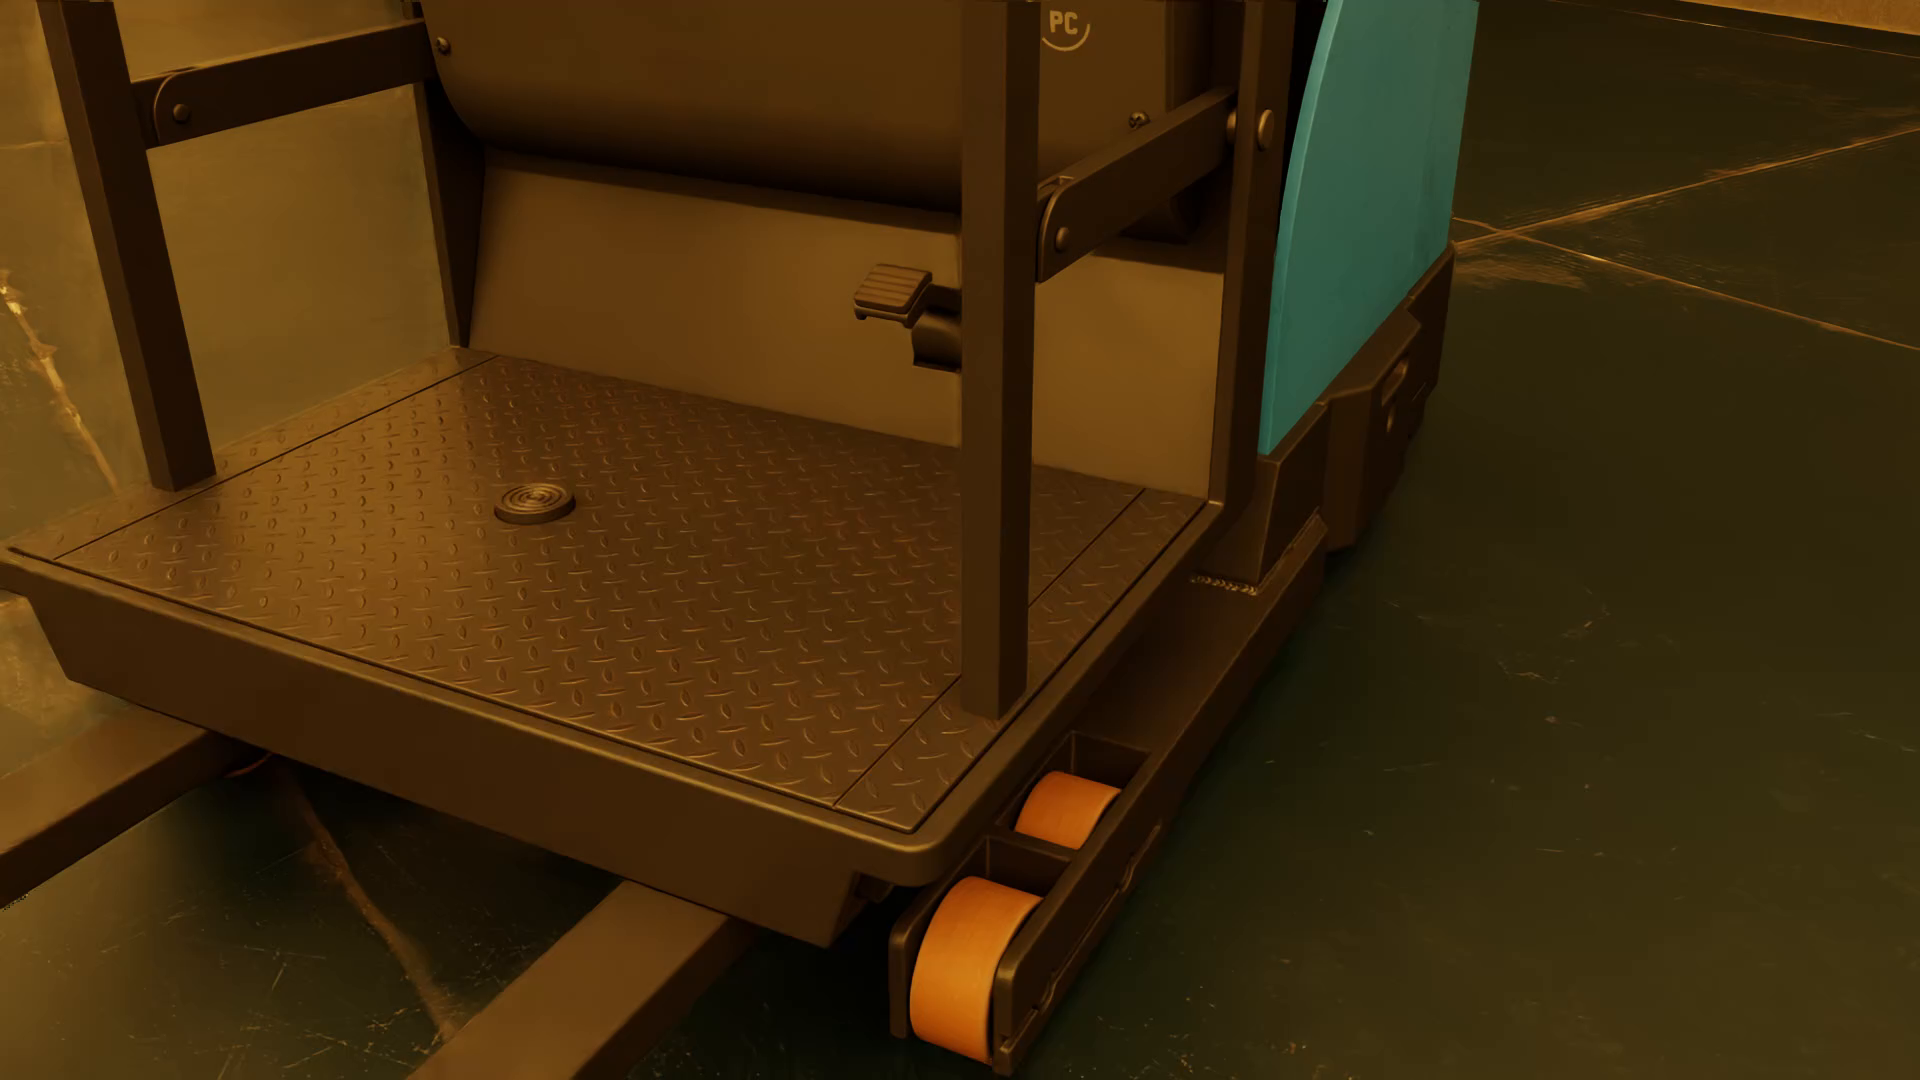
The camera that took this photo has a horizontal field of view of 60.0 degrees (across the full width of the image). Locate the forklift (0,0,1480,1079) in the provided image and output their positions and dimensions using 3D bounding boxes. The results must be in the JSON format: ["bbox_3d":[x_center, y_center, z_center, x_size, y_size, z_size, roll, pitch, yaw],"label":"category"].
[{"bbox_3d":[-0.290,-1.057,1.338,1.130,2.935,3.031,13,29,24],"label":"forklift"}]
